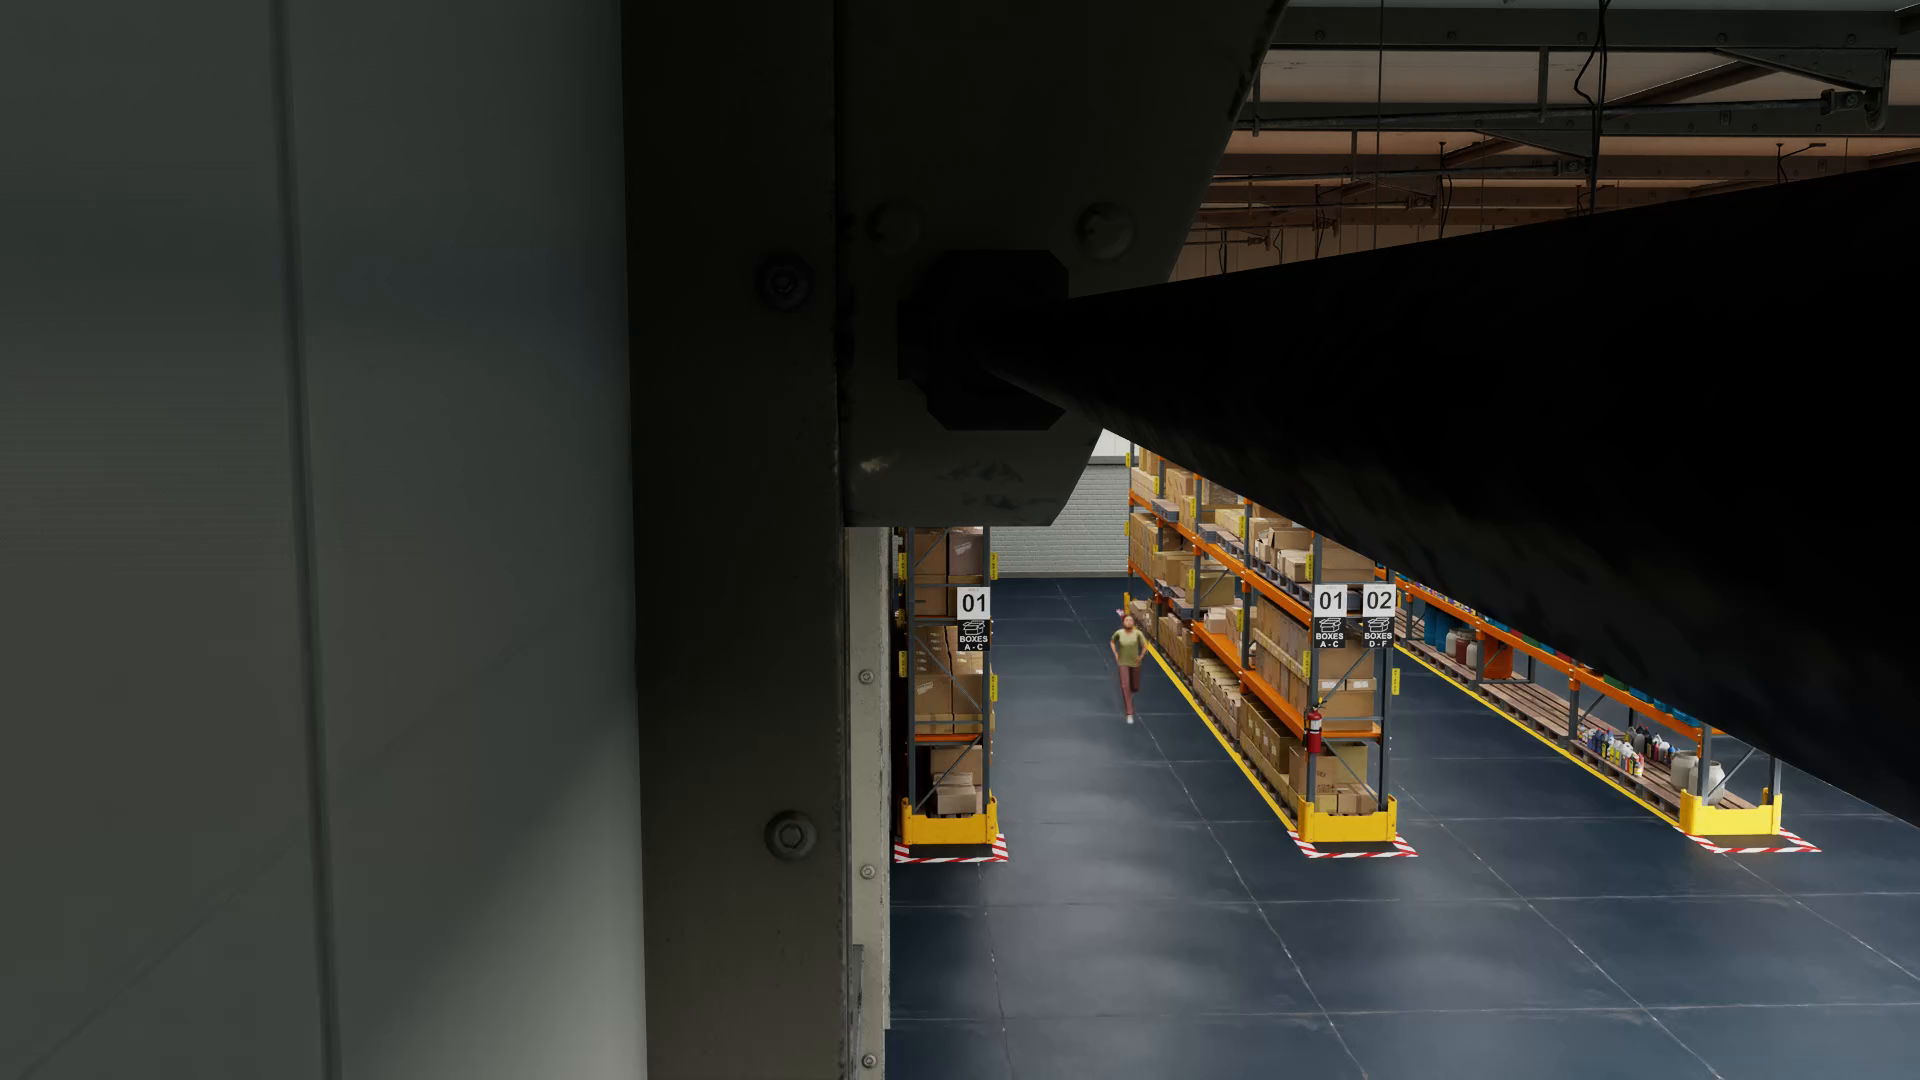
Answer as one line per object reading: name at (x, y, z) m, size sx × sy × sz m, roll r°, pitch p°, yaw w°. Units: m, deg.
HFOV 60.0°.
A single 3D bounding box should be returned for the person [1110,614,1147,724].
person at (2.642, 1.962, 26.016) m, size 0.560 × 1.653 × 0.996 m, roll 0°, pitch 7°, yaw -3°
